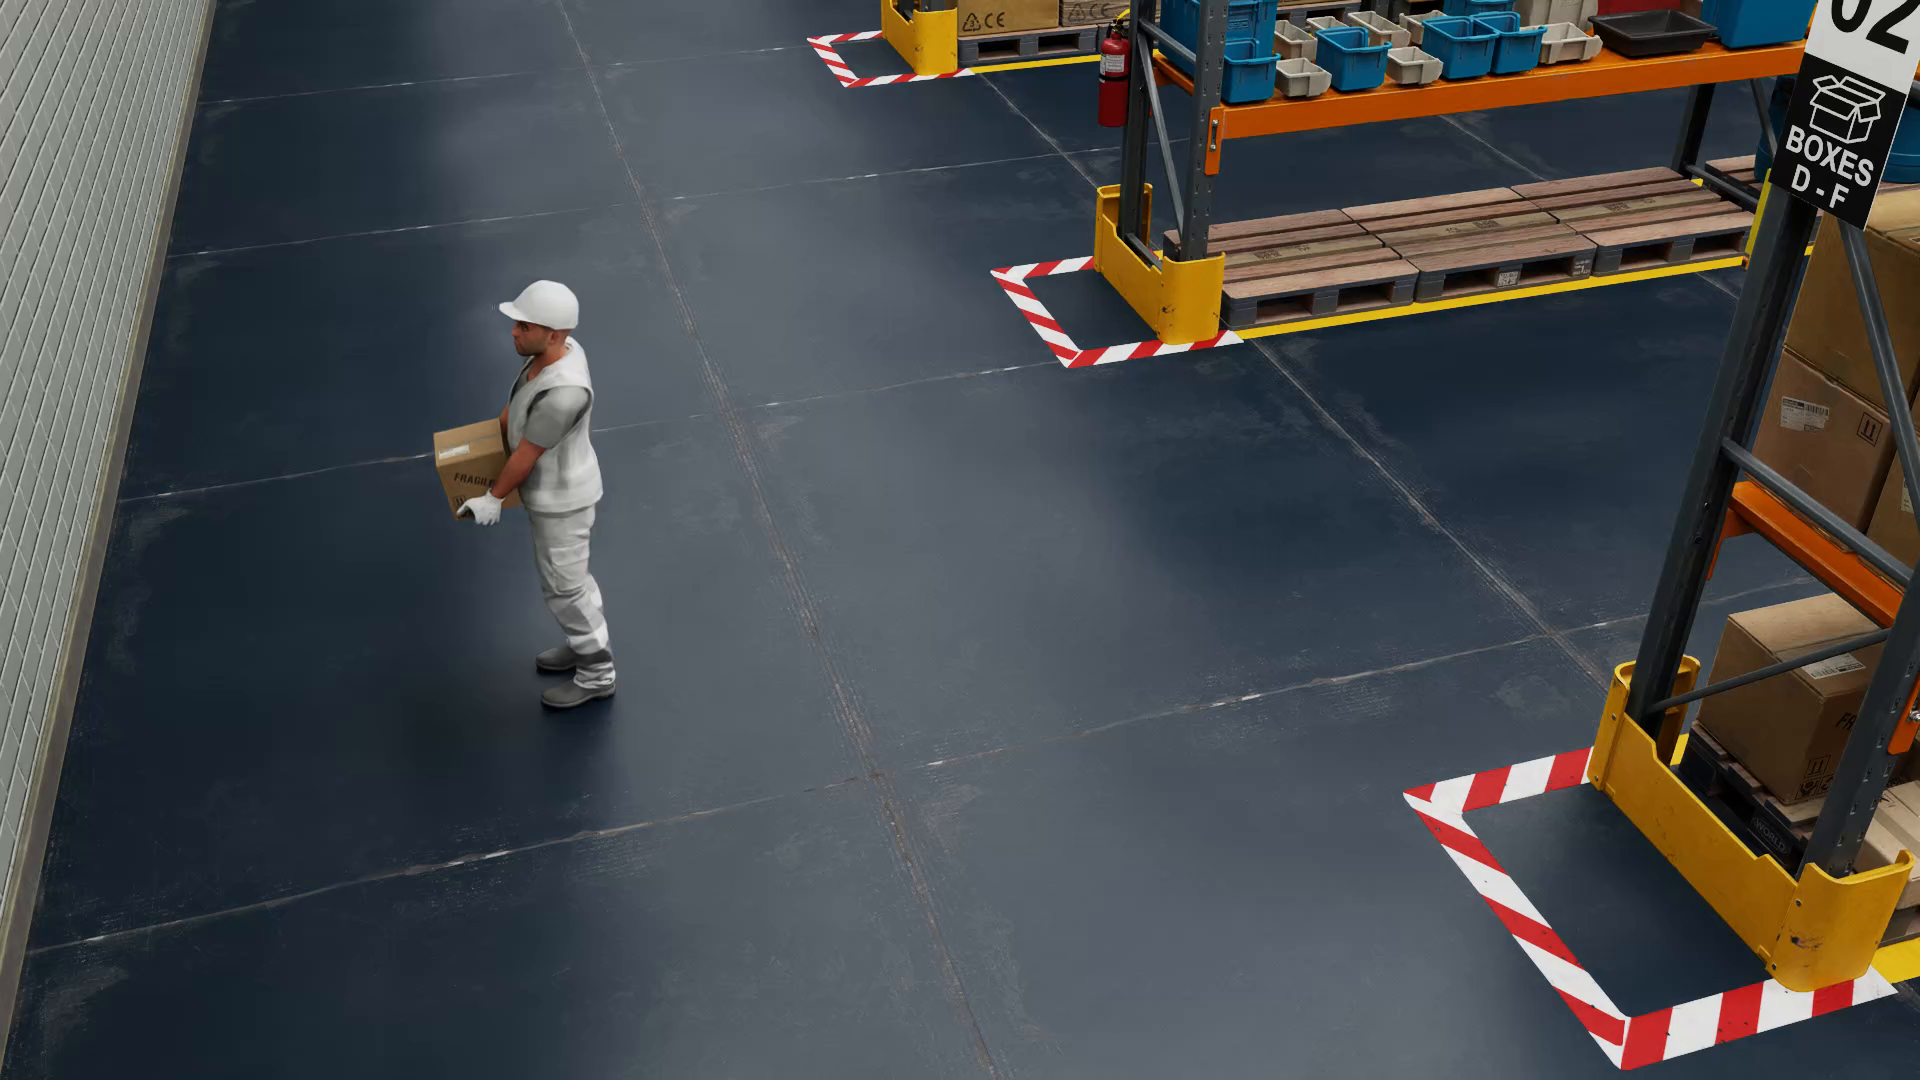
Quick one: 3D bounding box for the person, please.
[{"bbox_3d":[-1.630,-0.148,6.346,0.558,1.783,0.494,-9,35,-14],"label":"person"}]
